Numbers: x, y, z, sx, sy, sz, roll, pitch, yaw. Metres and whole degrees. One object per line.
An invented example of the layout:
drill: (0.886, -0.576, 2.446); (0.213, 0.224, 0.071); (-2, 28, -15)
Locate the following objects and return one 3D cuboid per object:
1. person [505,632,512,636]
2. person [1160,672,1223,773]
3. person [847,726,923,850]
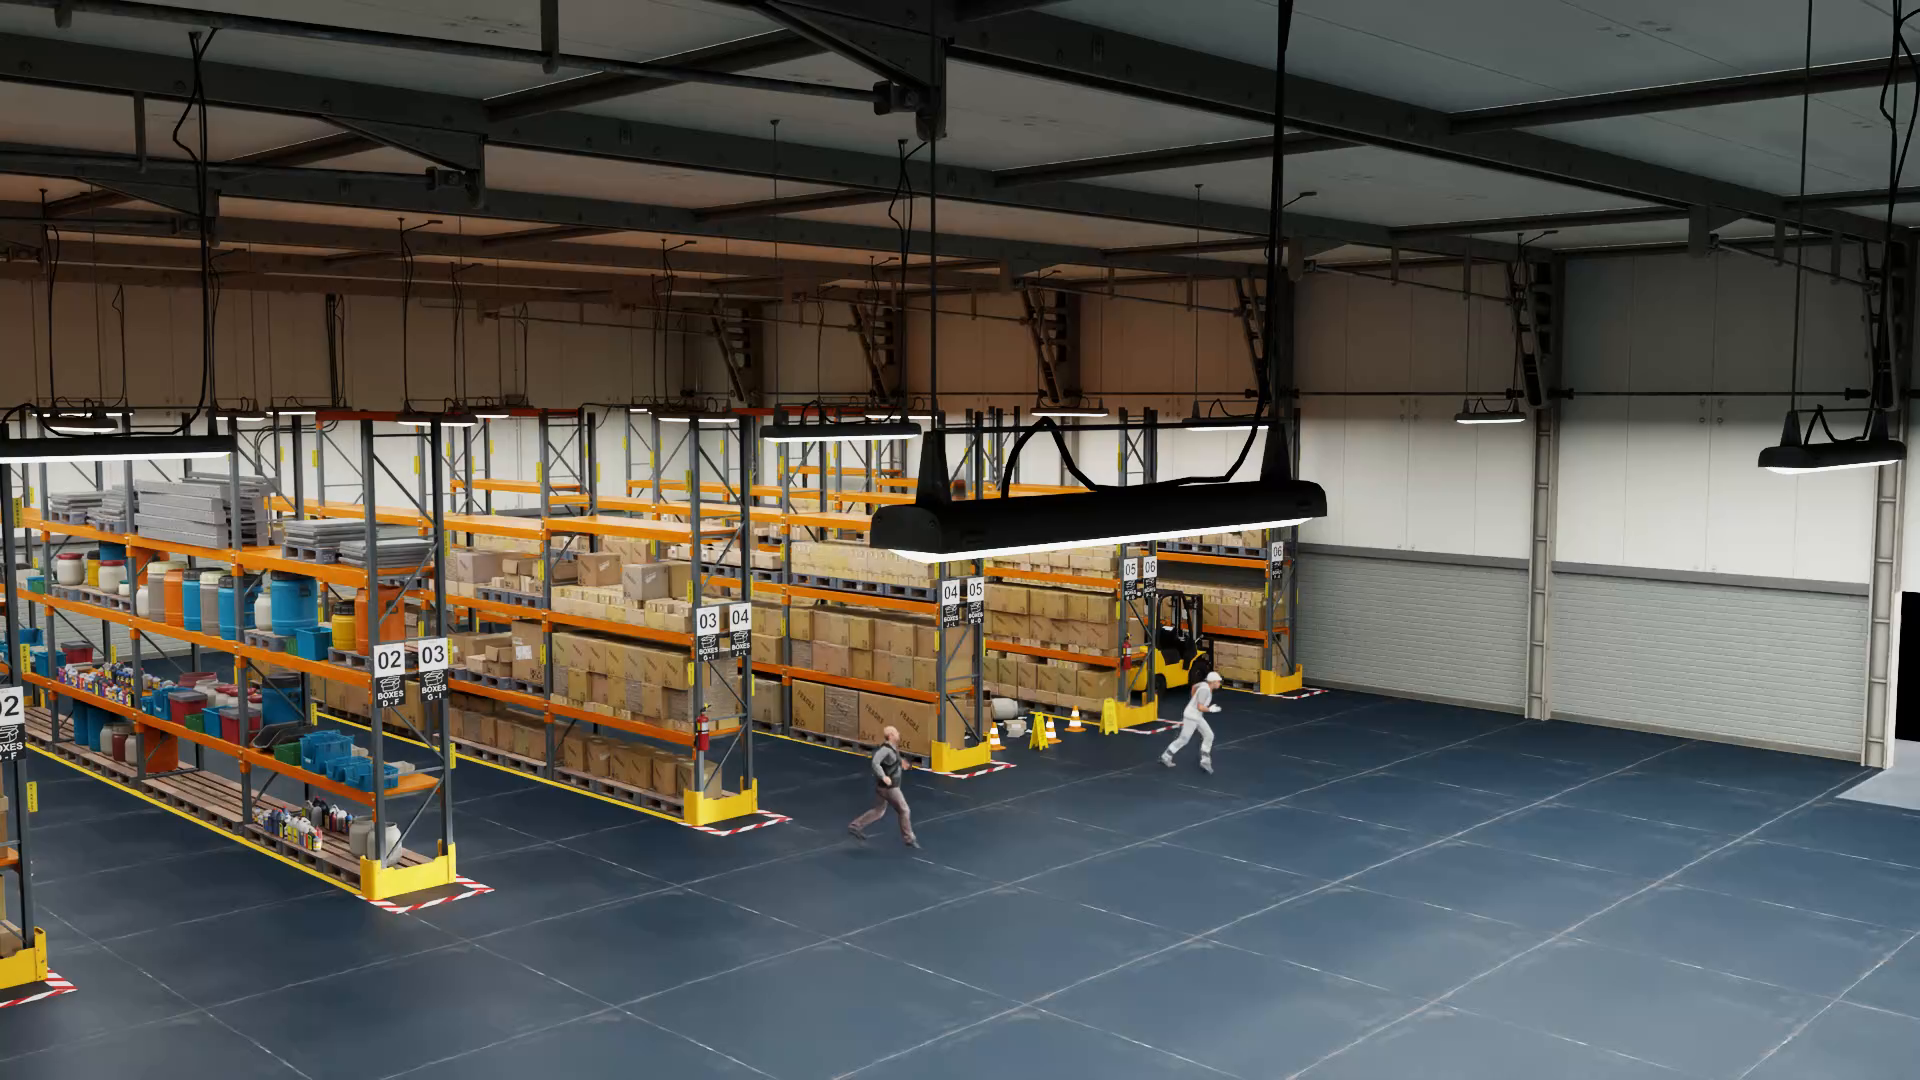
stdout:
person: (-9.195, 2.473, 34.401); (0.579, 1.674, 1.019); (-5, 7, -45)
person: (3.879, 3.053, 27.829); (1.033, 1.728, 0.705); (1, 5, 14)
person: (-1.044, 3.453, 23.033); (1.055, 1.769, 0.624); (-1, 5, -13)
